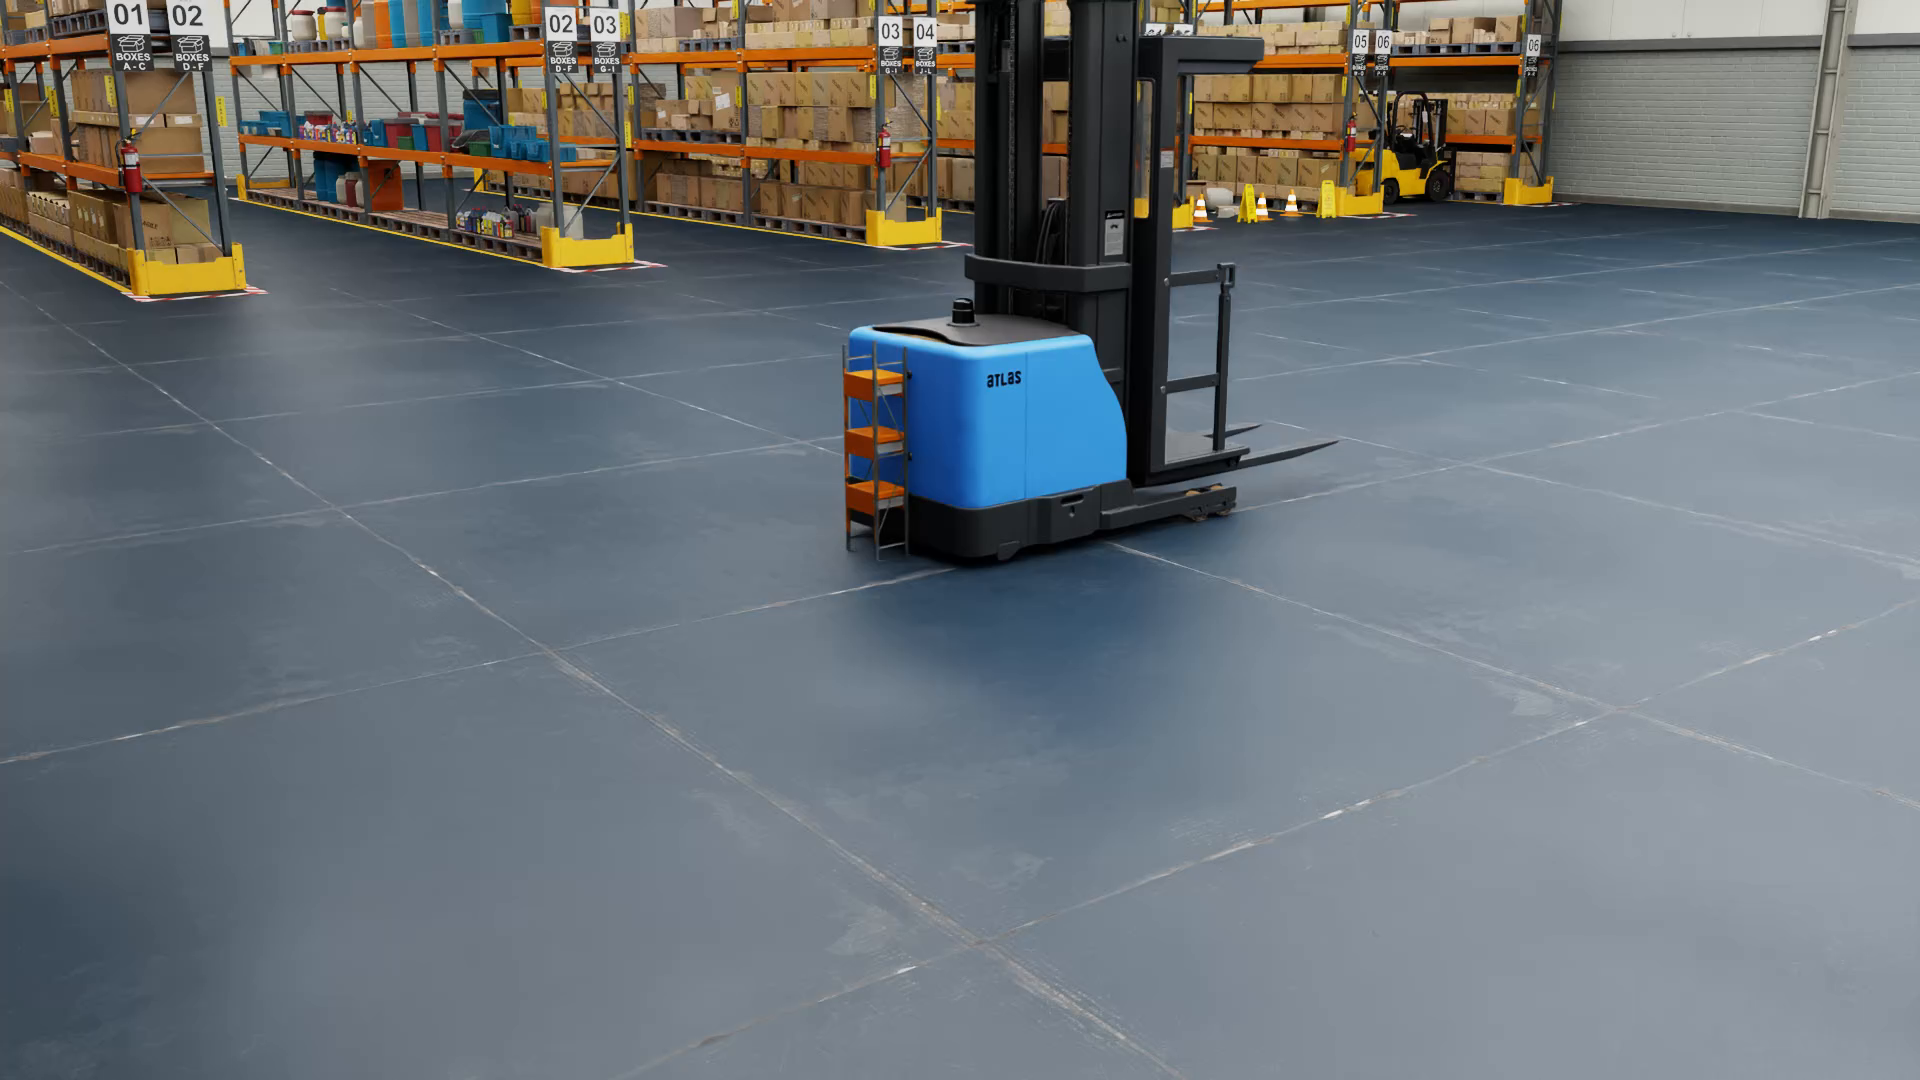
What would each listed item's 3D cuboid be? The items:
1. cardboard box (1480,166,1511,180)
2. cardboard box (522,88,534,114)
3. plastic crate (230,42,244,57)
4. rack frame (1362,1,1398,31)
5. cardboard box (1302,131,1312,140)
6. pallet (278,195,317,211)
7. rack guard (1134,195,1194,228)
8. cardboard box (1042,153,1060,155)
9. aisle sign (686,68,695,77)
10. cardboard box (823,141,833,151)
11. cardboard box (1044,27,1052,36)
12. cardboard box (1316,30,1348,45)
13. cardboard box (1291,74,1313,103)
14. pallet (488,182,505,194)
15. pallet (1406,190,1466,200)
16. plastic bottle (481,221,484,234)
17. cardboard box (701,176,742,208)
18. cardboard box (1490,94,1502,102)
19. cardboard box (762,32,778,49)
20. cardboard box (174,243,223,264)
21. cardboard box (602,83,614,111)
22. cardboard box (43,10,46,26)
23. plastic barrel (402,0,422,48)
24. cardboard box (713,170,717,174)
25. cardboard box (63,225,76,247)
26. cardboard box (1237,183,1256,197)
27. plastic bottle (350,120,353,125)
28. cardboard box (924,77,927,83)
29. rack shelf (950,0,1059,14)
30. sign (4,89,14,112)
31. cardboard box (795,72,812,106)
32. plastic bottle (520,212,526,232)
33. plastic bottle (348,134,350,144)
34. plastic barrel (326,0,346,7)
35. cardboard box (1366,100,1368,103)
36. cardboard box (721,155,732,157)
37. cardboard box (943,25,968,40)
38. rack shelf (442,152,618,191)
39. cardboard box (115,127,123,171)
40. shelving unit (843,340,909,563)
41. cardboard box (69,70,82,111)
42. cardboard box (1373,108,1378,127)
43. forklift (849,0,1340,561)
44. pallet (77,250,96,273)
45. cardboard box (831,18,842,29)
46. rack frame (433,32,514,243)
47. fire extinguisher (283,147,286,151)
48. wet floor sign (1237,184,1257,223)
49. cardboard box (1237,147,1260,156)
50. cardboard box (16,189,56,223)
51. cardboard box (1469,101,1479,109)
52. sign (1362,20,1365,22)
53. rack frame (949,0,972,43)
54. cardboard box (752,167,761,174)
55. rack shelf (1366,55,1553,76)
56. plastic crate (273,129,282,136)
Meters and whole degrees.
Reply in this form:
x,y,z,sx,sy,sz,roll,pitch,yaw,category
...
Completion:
x,y,z,sx,sy,sz,roll,pitch,yaw,category
10.711,-7.314,33.082,0.500,0.250,0.500,-11,19,-35,cardboard box
-8.612,-8.991,34.044,0.500,0.500,0.500,-11,19,-34,cardboard box
-14.192,-9.737,33.036,0.497,0.269,0.590,-11,19,-35,plastic crate
8.898,-11.888,34.966,1.000,3.000,0.127,-11,19,-35,rack frame
6.472,-7.390,30.370,0.380,0.149,0.250,-11,19,-35,cardboard box
-12.304,-6.431,31.673,1.003,0.211,1.213,-11,19,-35,pallet
3.307,-5.369,27.245,1.175,0.500,0.348,-11,19,-35,rack guard
1.254,-6.466,29.749,0.875,0.875,0.875,-11,19,-34,cardboard box
-6.400,-11.219,38.960,0.394,0.787,0.004,-11,19,-35,aisle sign
-1.861,-6.003,25.304,0.380,0.149,0.250,-11,19,-35,cardboard box
1.630,-8.608,28.153,0.380,0.149,0.250,-11,19,-34,cardboard box
6.718,-8.955,29.651,0.500,0.250,0.500,-11,19,-35,cardboard box
6.469,-8.228,30.309,0.700,0.500,0.500,-11,19,-34,cardboard box
-9.653,-7.744,36.471,1.003,0.211,1.213,-11,19,-35,pallet
10.053,-7.213,34.530,1.003,0.211,1.213,-11,19,-35,pallet
-6.739,-4.438,23.576,0.097,0.201,0.097,0,15,0,plastic bottle
-4.069,-6.051,28.902,0.700,0.500,0.500,-13,20,-39,cardboard box
10.699,-8.737,32.834,0.380,0.149,0.250,-11,19,-34,cardboard box
-2.758,-7.812,26.038,0.500,0.250,0.500,-11,19,-35,cardboard box
-8.929,-3.320,19.437,0.500,0.250,0.500,-11,19,-35,cardboard box
-6.280,-8.370,31.385,0.797,0.503,0.637,-10,18,-33,cardboard box
-12.220,-7.143,22.800,0.500,0.250,0.500,-13,20,-39,cardboard box
-7.996,-7.820,24.833,0.600,0.901,0.600,0,15,0,plastic barrel
-5.632,-8.495,38.538,0.380,0.149,0.250,-11,19,-34,cardboard box
-11.624,-4.068,22.172,0.500,0.250,0.500,-11,19,-35,cardboard box
5.651,-6.707,31.812,0.500,0.250,0.500,-11,19,-35,cardboard box
-11.036,-7.456,30.228,0.144,0.351,0.185,-11,19,-35,plastic bottle
-0.626,-10.971,39.665,0.380,0.149,0.250,-11,19,-35,cardboard box
1.358,-11.859,36.977,1.077,0.370,4.000,-11,19,-35,rack shelf
-13.931,-6.437,24.368,0.100,0.325,0.005,-11,19,-35,sign
-2.180,-6.905,25.477,0.500,0.500,0.500,-11,19,-35,cardboard box
-6.290,-4.595,23.993,0.061,0.283,0.133,-11,19,-35,plastic bottle
-10.260,-6.772,28.012,0.097,0.201,0.097,0,15,0,plastic bottle
-10.713,-9.175,28.990,0.600,0.901,0.708,-11,19,-35,plastic barrel
8.865,-9.464,36.055,0.380,0.149,0.250,-11,19,-36,cardboard box
-5.497,-8.974,39.161,0.380,0.149,0.250,-10,18,-33,cardboard box
0.037,-9.288,30.448,0.500,0.250,0.500,-11,19,-35,cardboard box
-5.961,-5.143,23.046,1.077,0.370,4.000,-11,19,-35,rack shelf
-9.371,-4.556,19.350,0.700,0.500,0.500,-10,18,-33,cardboard box
-0.413,-0.435,8.176,0.215,1.050,0.252,-12,19,-38,shelving unit
-10.880,-5.729,21.178,0.700,0.500,0.500,-11,19,-34,cardboard box
8.948,-8.908,35.251,0.500,0.500,0.500,-12,19,-36,cardboard box
0.880,-1.608,8.899,3.031,2.935,1.130,-12,19,-38,forklift
-10.712,-3.627,21.429,1.003,0.211,1.213,-11,19,-35,pallet
-1.669,-7.574,24.414,0.380,0.149,0.250,-11,19,-34,cardboard box
-7.137,-5.917,24.511,1.000,3.000,0.127,-11,19,-35,rack frame
-13.914,-8.365,34.308,0.296,0.674,0.183,-11,19,-35,fire extinguisher
4.911,-5.745,28.345,0.232,0.644,0.267,14,21,42,wet floor sign
5.503,-7.404,31.710,0.380,0.149,0.250,-10,18,-31,cardboard box
-14.237,-5.173,25.694,0.500,0.500,0.500,-10,18,-32,cardboard box
10.406,-8.702,33.270,0.380,0.149,0.250,-11,19,-35,cardboard box
8.465,-10.757,34.937,0.100,0.325,0.005,-11,19,-35,sign
0.182,-12.825,38.390,1.000,3.000,0.127,-11,19,-35,rack frame
-4.374,-8.187,36.847,0.380,0.149,0.250,-12,19,-37,cardboard box
10.074,-9.668,33.897,1.077,0.370,4.000,-11,19,-35,rack shelf
-12.716,-7.718,31.502,0.437,0.125,0.590,-11,19,-35,plastic crate
